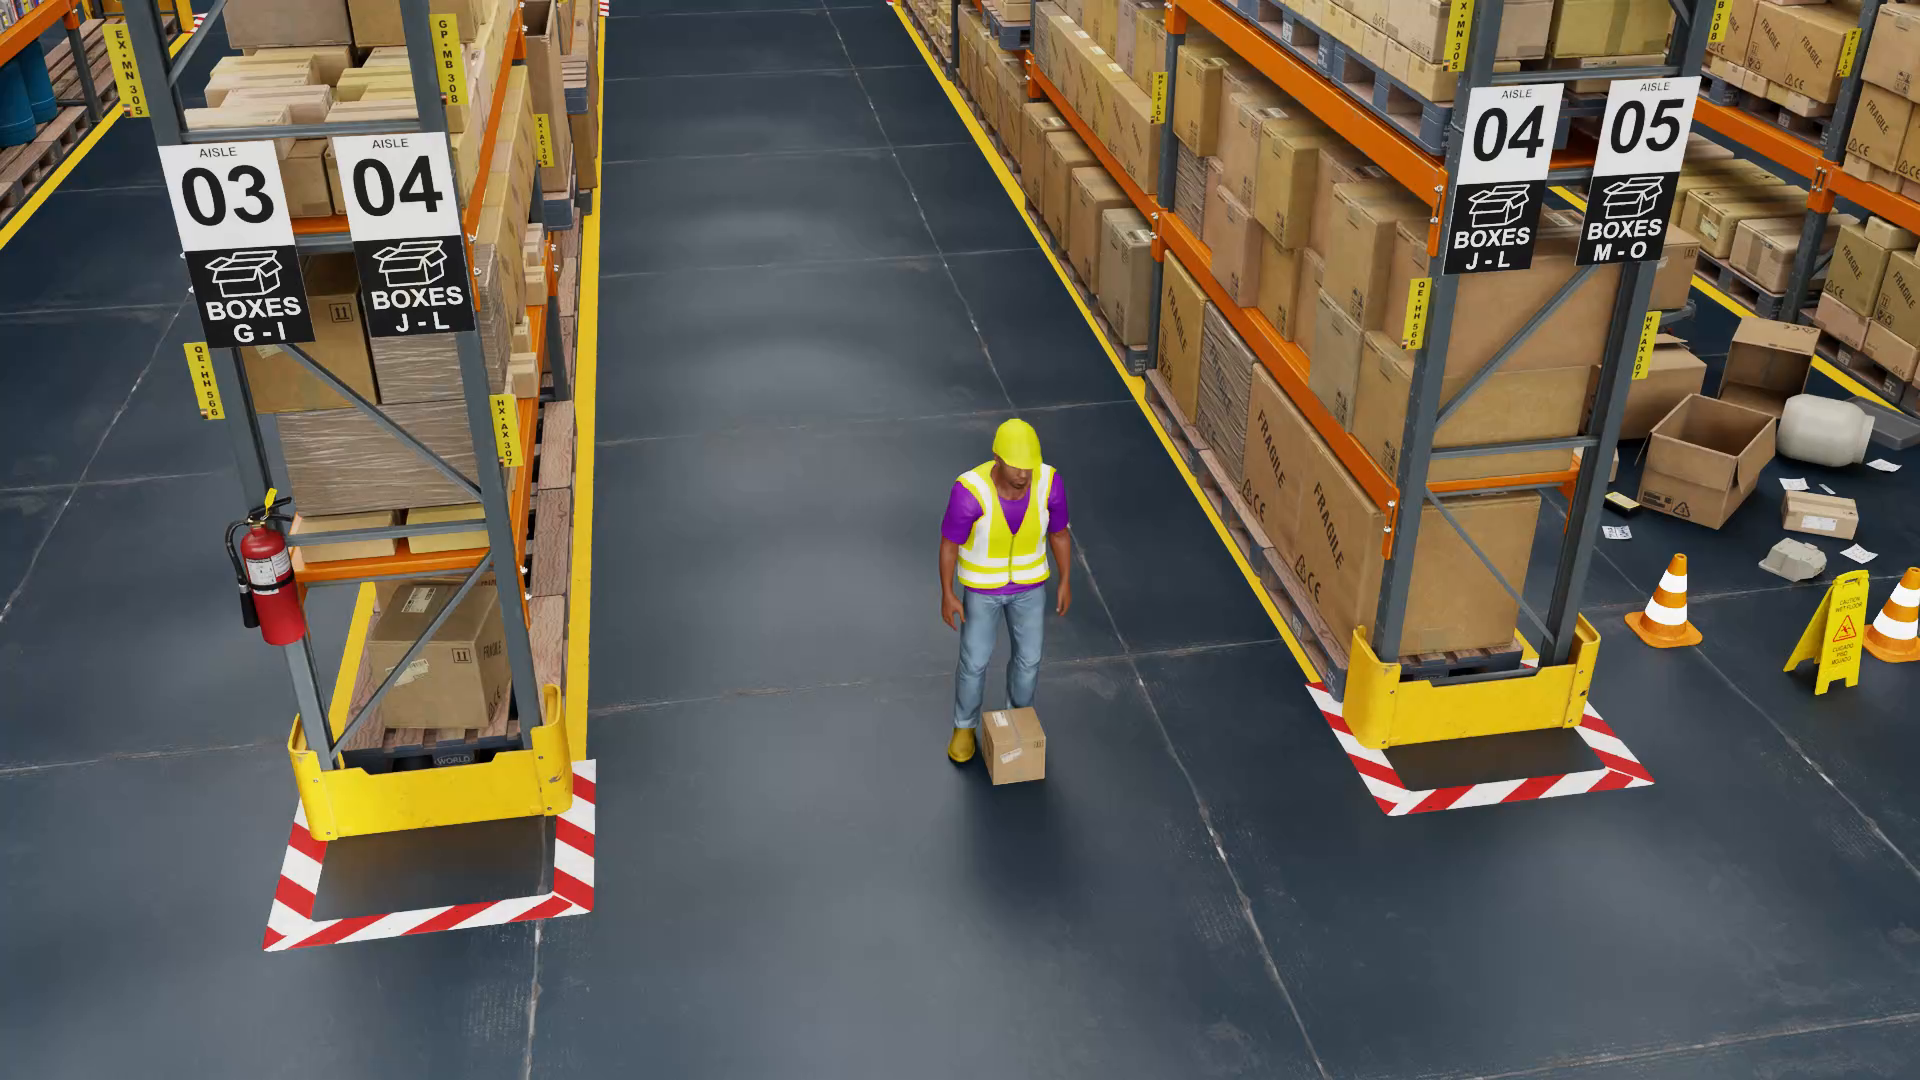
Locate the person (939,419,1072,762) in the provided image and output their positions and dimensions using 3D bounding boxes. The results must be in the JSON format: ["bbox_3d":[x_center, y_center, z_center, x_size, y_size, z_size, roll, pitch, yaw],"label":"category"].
[{"bbox_3d":[0.215,0.219,7.746,0.636,1.761,0.454,-7,31,-11],"label":"person"}]
